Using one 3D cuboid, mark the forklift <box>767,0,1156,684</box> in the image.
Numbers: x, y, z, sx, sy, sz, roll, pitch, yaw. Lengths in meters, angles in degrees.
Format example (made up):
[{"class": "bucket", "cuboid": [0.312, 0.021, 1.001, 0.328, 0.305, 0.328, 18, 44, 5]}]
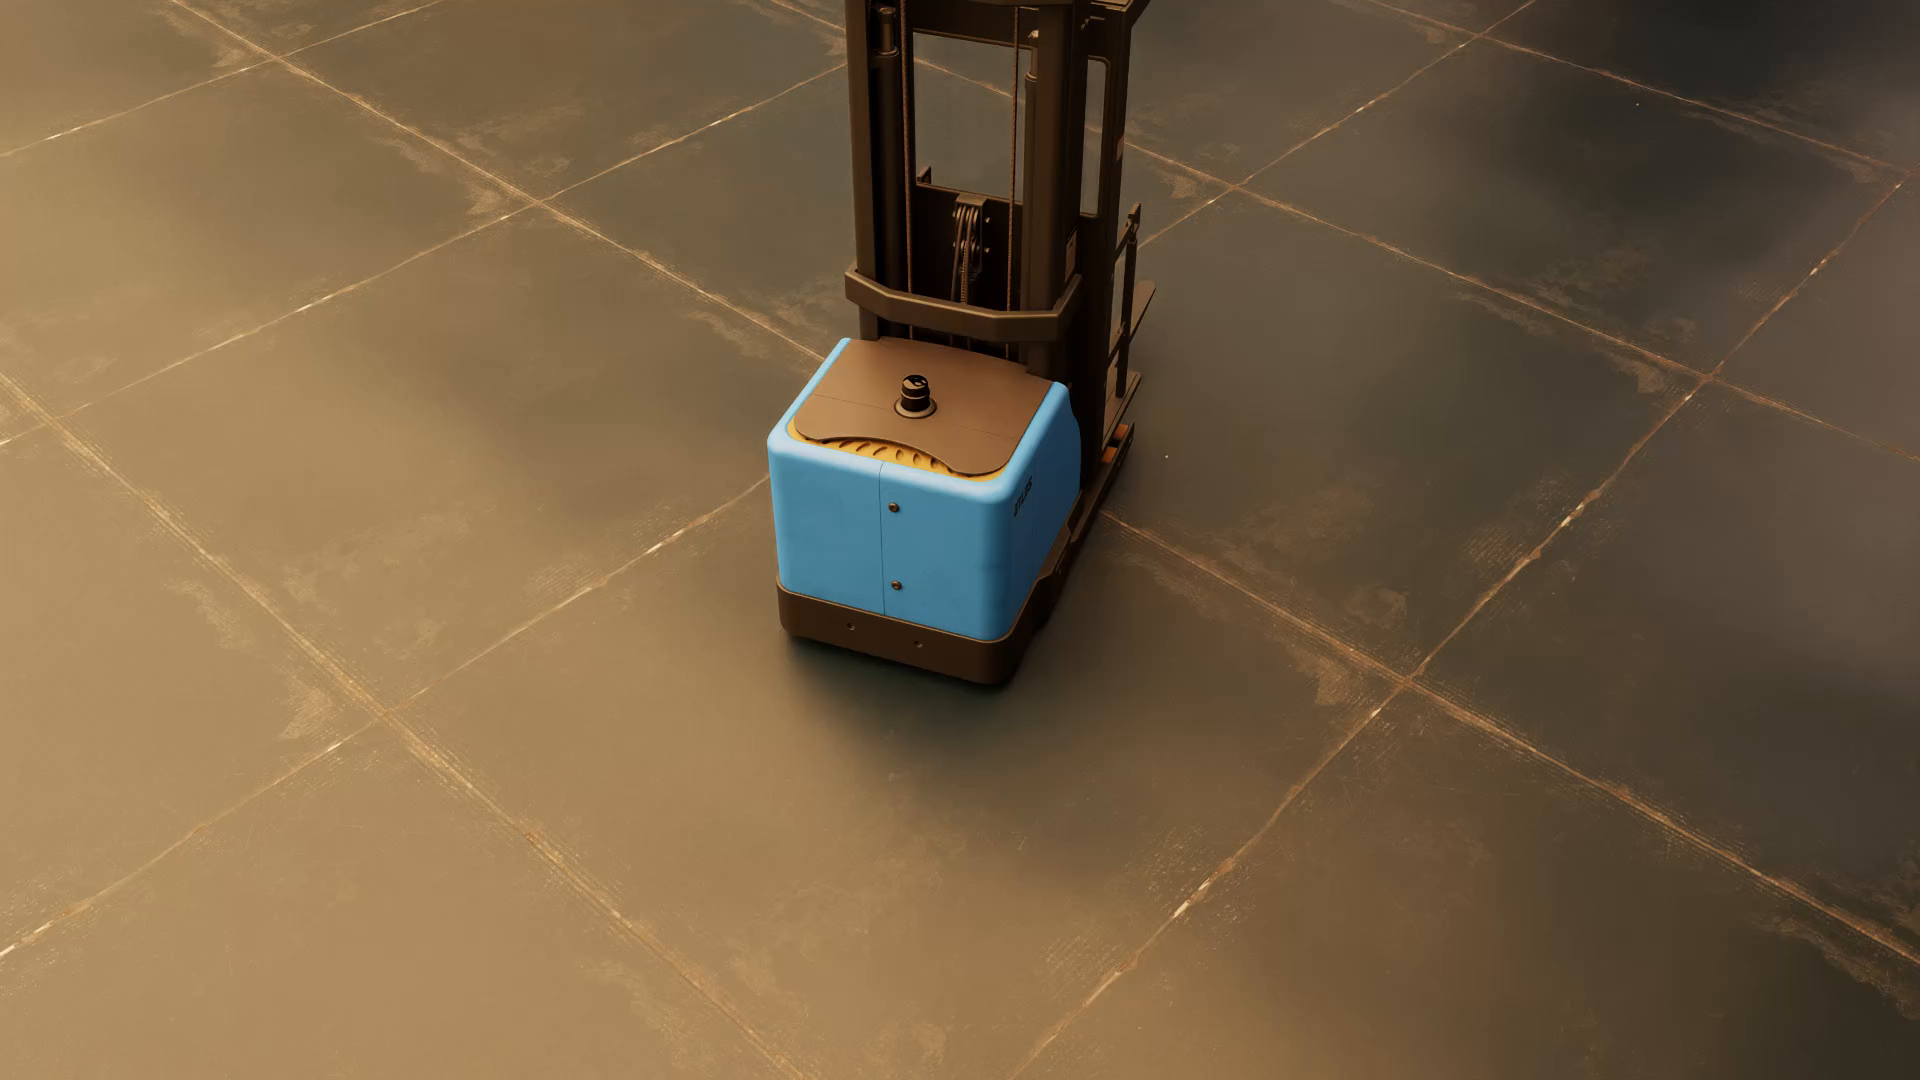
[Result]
[{"class": "forklift", "cuboid": [0.211, -1.484, 7.158, 1.130, 2.935, 3.031, 14, 42, 15]}]
